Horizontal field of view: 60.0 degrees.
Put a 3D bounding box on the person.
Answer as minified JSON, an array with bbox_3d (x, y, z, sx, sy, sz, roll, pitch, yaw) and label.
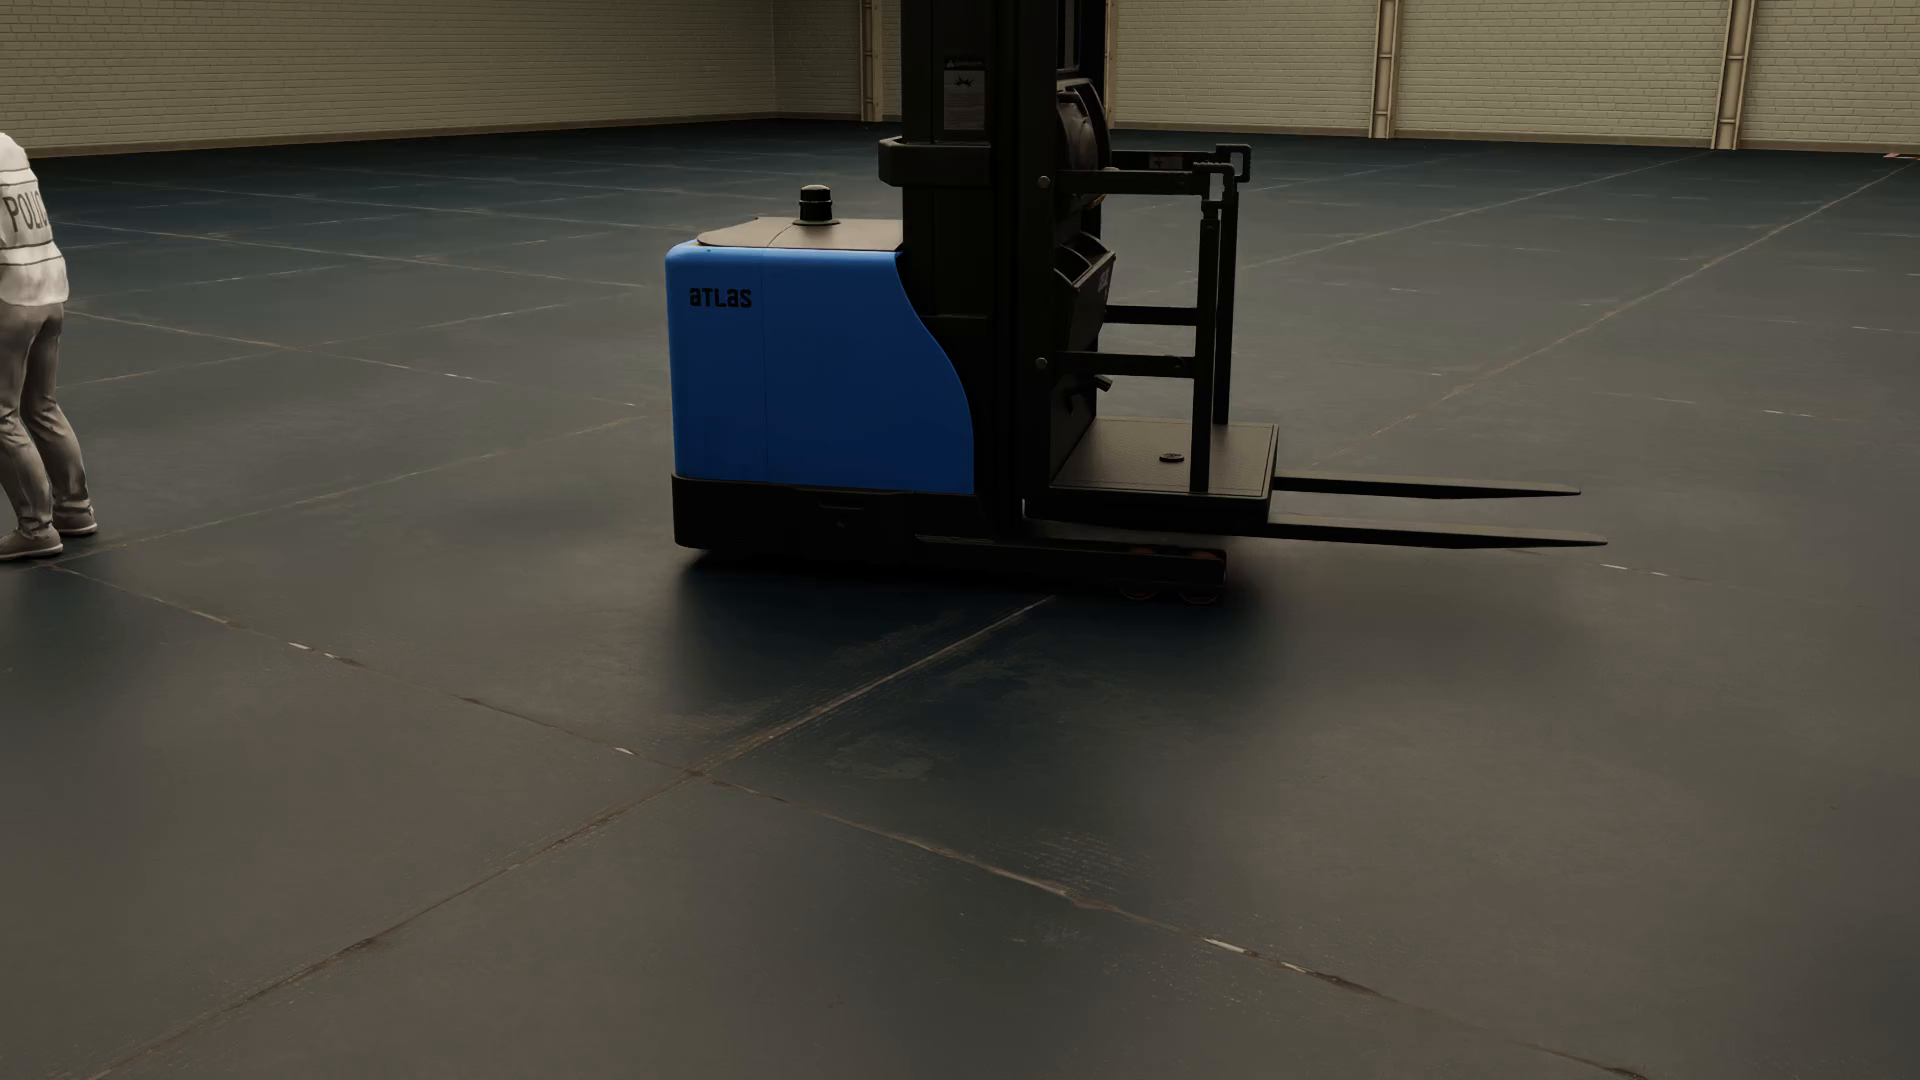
[{"bbox_3d":[-3.239,-0.771,5.628,0.377,1.663,0.530,0,17,0],"label":"person"}]

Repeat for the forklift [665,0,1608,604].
[{"bbox_3d":[0.595,-1.367,5.404,3.031,2.935,1.130,4,17,12],"label":"forklift"}]
